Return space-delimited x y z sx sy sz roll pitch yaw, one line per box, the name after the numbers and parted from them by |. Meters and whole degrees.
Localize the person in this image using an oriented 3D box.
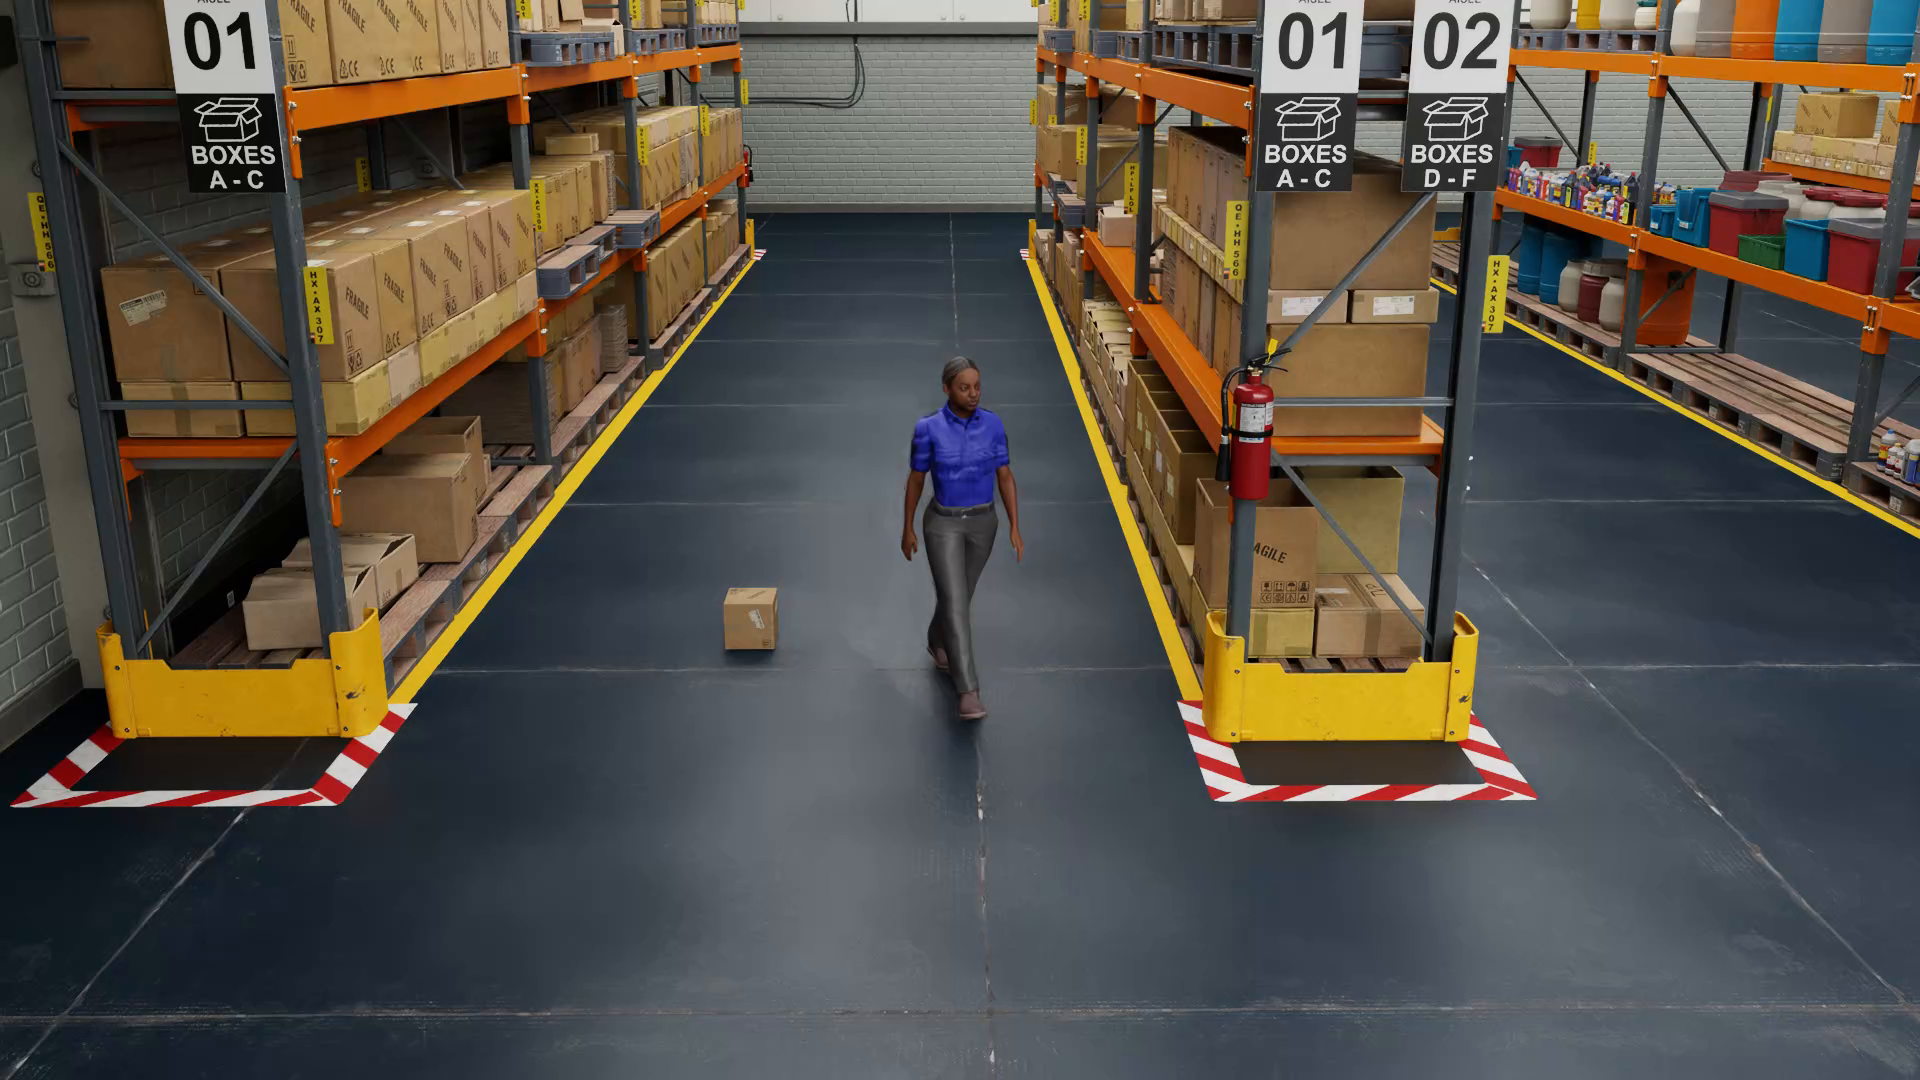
0.023 -0.055 7.704 0.498 1.604 0.966 -7 18 -21 | person
